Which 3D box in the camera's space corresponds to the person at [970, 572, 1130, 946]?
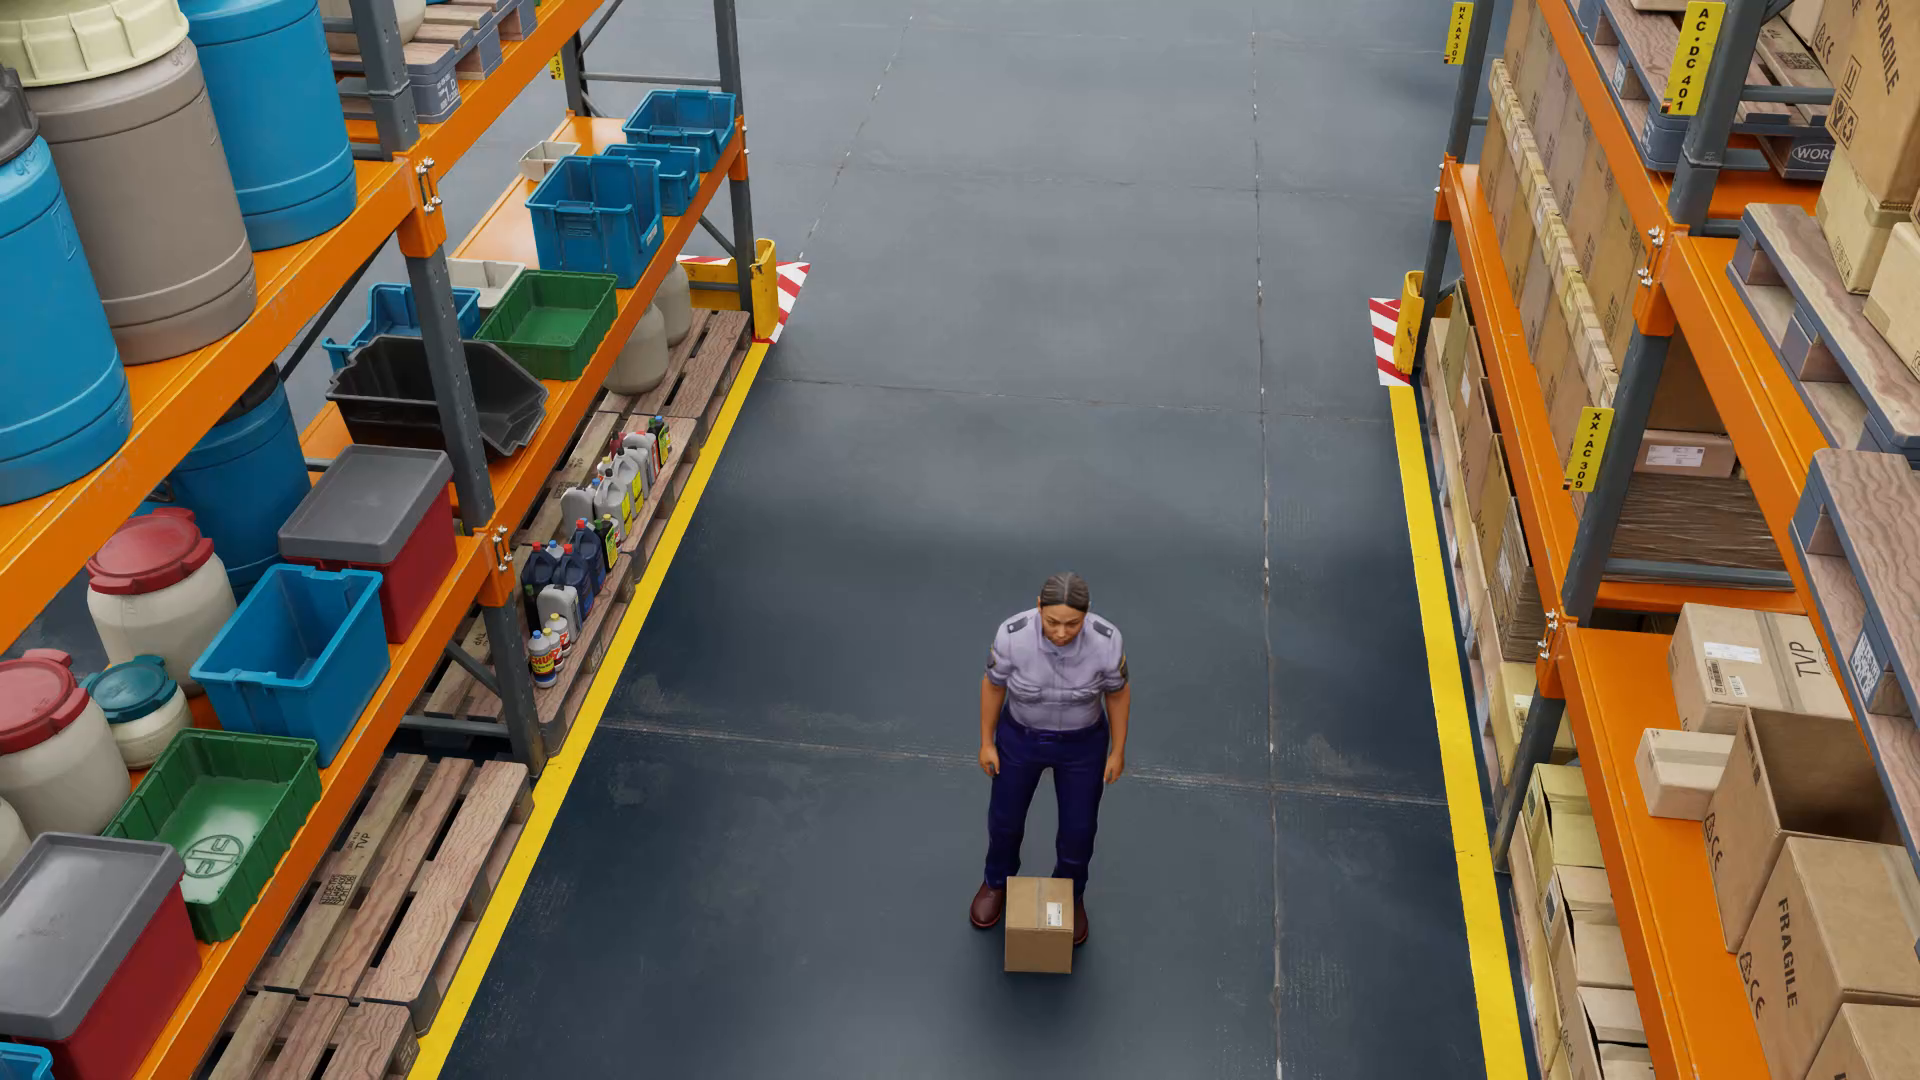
[{"bbox_3d":[0.322,0.759,6.012,0.557,1.652,0.416,3,36,4],"label":"person"}]
